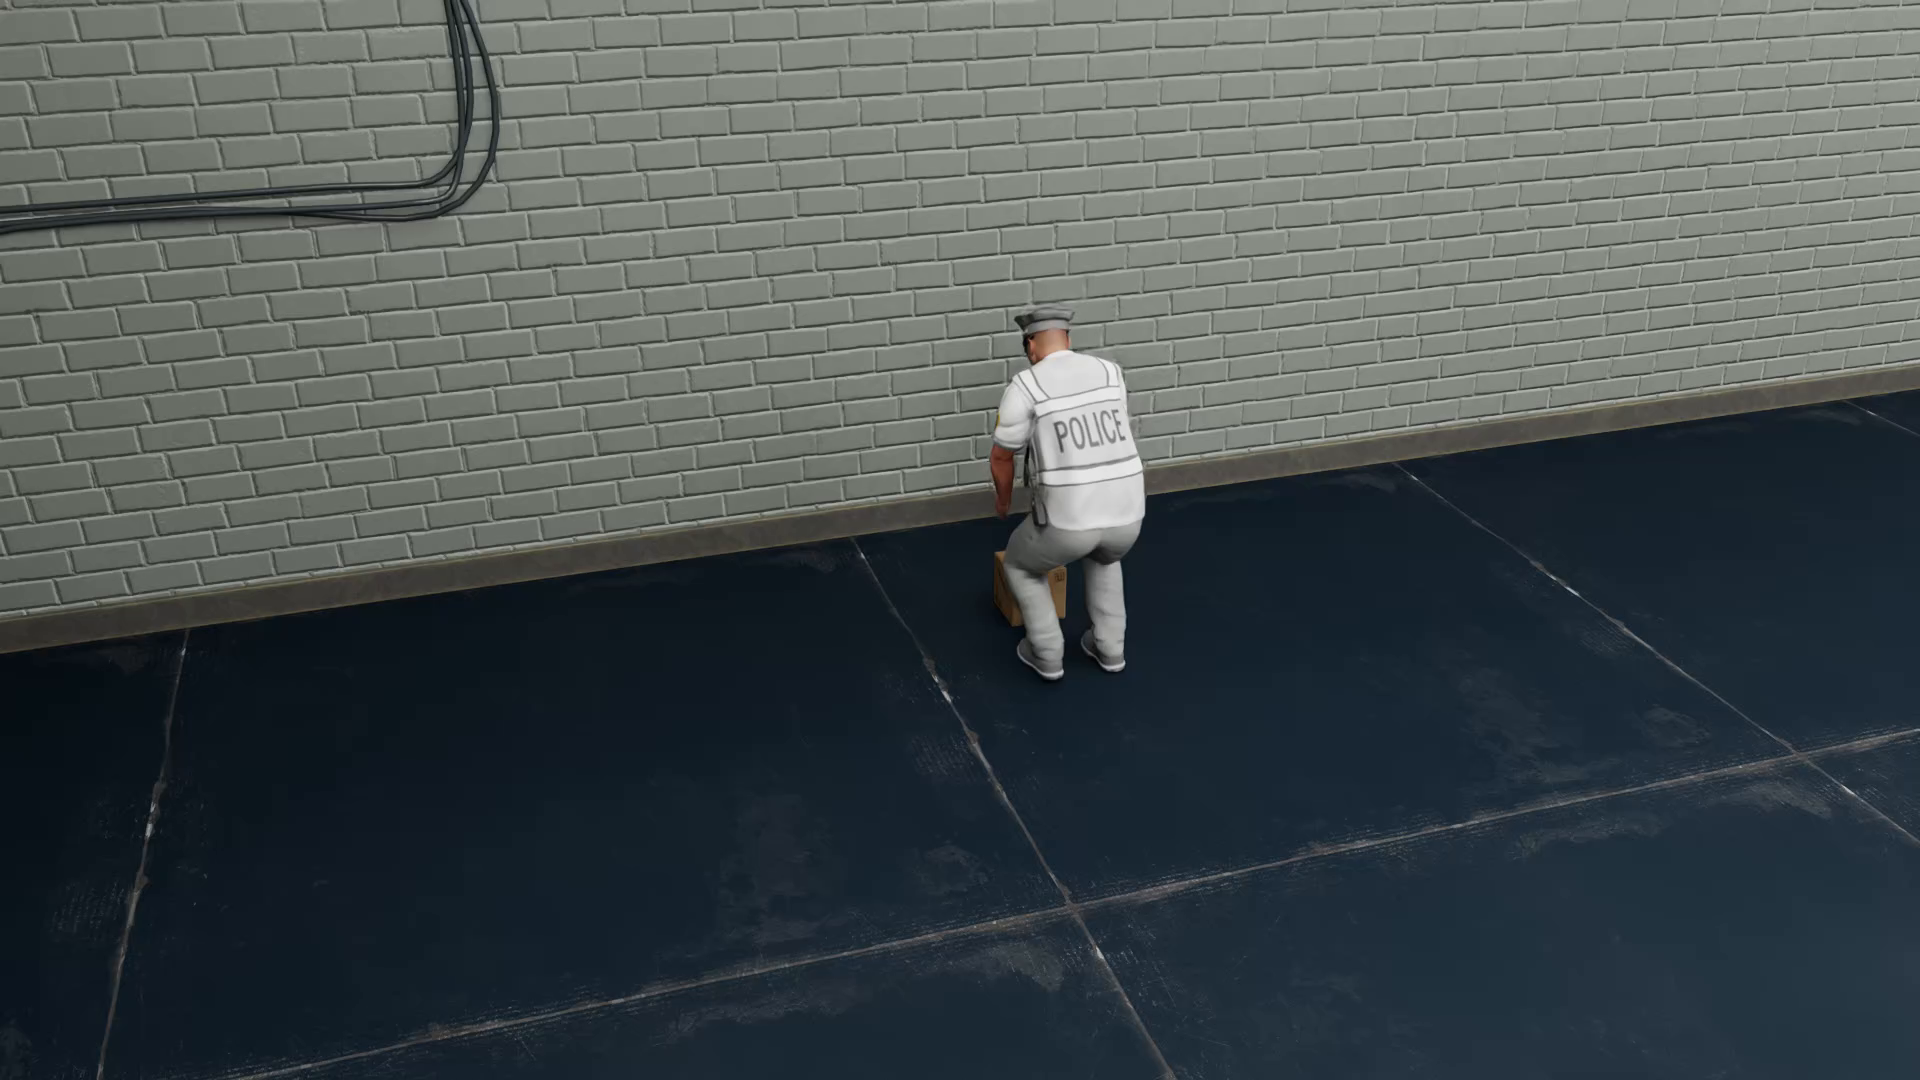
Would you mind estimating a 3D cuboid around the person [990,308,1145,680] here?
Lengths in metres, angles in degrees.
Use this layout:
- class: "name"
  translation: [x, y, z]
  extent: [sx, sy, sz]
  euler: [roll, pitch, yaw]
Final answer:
- class: "person"
  translation: [0.422, -0.164, 6.746]
  extent: [0.588, 1.492, 0.751]
  euler: [-8, 27, -16]
